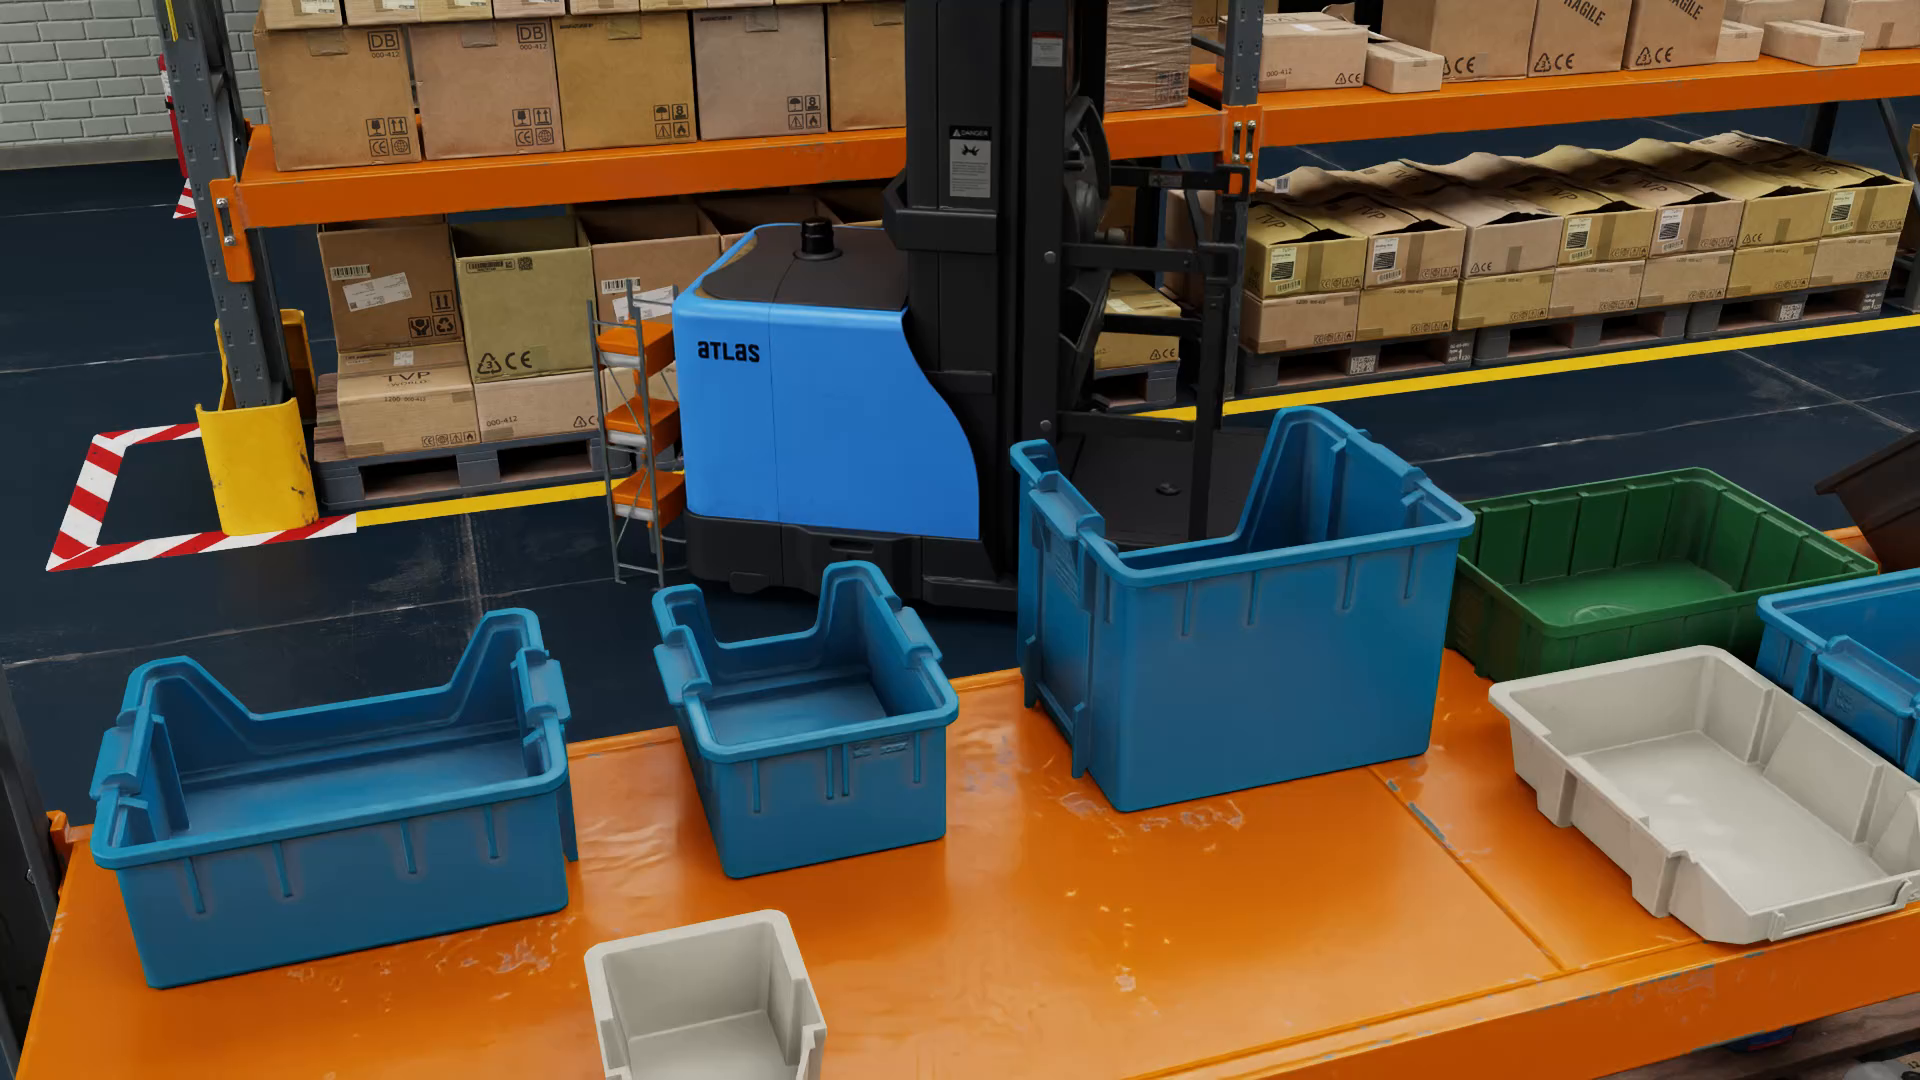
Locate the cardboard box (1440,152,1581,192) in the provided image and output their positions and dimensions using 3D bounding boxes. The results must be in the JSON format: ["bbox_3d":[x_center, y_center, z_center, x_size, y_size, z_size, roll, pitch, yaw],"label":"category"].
[{"bbox_3d":[2.771,-1.769,8.430,0.500,0.311,0.500,-9,28,-17],"label":"cardboard box"}]

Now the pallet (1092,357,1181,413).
[{"bbox_3d":[0.258,-0.834,7.693,1.213,0.211,1.003,-8,28,-16],"label":"pallet"}]

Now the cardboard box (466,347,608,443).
[{"bbox_3d":[-1.723,-0.631,6.767,0.500,0.250,0.500,-8,28,-16],"label":"cardboard box"}]

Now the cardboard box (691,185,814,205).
[{"bbox_3d":[-0.936,-1.328,7.329,0.500,0.500,0.500,-8,28,-16],"label":"cardboard box"}]

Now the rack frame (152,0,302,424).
[{"bbox_3d":[-2.776,-1.624,6.148,0.127,3.000,1.000,-8,28,-16],"label":"rack frame"}]

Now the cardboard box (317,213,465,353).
[{"bbox_3d":[-2.358,-1.116,6.902,0.500,0.500,0.500,-8,28,-16],"label":"cardboard box"}]

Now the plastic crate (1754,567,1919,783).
[{"bbox_3d":[1.590,0.254,2.533,0.616,0.251,0.499,-8,28,-16],"label":"plastic crate"}]

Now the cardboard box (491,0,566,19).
[{"bbox_3d":[-1.608,-2.027,6.119,0.250,0.149,0.380,-9,28,-17],"label":"cardboard box"}]

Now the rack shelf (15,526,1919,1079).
[{"bbox_3d":[0.656,0.518,2.643,4.000,0.370,1.077,-8,28,-16],"label":"rack shelf"}]

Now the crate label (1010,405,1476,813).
[{"bbox_3d":[0.421,0.087,2.661,0.616,0.435,0.502,-8,28,-16],"label":"crate label"}]

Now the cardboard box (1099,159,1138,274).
[{"bbox_3d":[0.489,-1.536,7.747,0.500,0.500,0.500,-8,28,-16],"label":"cardboard box"}]

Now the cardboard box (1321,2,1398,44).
[{"bbox_3d":[1.807,-2.313,7.688,0.258,0.266,0.396,-9,28,-17],"label":"cardboard box"}]

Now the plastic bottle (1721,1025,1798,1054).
[{"bbox_3d":[1.706,0.906,3.536,0.185,0.351,0.144,-8,28,-16],"label":"plastic bottle"}]

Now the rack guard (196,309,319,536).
[{"bbox_3d":[-2.799,-0.501,6.697,0.348,0.500,1.175,-8,28,-16],"label":"rack guard"}]

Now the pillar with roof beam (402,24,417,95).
[{"bbox_3d":[-2.583,-5.047,6.296,0.400,9.000,9.100,-8,28,-16],"label":"pillar with roof beam"}]

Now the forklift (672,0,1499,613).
[{"bbox_3d":[0.605,-1.219,5.409,3.031,2.935,1.130,5,27,10],"label":"forklift"}]

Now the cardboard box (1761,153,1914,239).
[{"bbox_3d":[4.409,-1.757,8.405,0.500,0.311,0.500,-8,27,-15],"label":"cardboard box"}]

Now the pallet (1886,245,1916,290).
[{"bbox_3d":[5.552,-1.564,9.162,1.213,0.211,1.003,-8,28,-16],"label":"pallet"}]

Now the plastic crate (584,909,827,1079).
[{"bbox_3d":[-0.295,0.602,1.961,0.250,0.136,0.298,-8,28,-16],"label":"plastic crate"}]

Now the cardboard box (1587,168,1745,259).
[{"bbox_3d":[3.436,-1.615,8.118,0.500,0.311,0.500,-8,28,-16],"label":"cardboard box"}]

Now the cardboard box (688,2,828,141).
[{"bbox_3d":[-0.857,-1.942,6.676,0.500,0.500,0.700,-7,27,-15],"label":"cardboard box"}]

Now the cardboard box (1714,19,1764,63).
[{"bbox_3d":[3.636,-2.414,8.021,0.250,0.149,0.380,-6,27,-12],"label":"cardboard box"}]

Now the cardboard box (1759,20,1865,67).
[{"bbox_3d":[4.061,-2.373,7.938,0.250,0.149,0.380,-8,28,-16],"label":"cardboard box"}]

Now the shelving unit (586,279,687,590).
[{"bbox_3d":[-1.093,-0.356,5.786,0.215,1.050,0.252,10,28,19],"label":"shelving unit"}]

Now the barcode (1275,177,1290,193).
[{"bbox_3d":[1.399,-1.541,7.218,0.075,0.075,0.001,-8,28,-16],"label":"barcode"}]

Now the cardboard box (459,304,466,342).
[{"bbox_3d":[-1.886,-0.853,7.215,0.500,0.250,0.500,-8,28,-16],"label":"cardboard box"}]

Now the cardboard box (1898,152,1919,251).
[{"bbox_3d":[5.352,-1.745,8.708,0.500,0.500,0.500,-7,27,-14],"label":"cardboard box"}]

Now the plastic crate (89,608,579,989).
[{"bbox_3d":[-0.862,0.342,2.355,0.616,0.251,0.499,-8,28,-16],"label":"plastic crate"}]

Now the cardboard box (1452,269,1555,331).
[{"bbox_3d":[2.466,-1.225,7.963,0.500,0.250,0.500,-9,28,-18],"label":"cardboard box"}]

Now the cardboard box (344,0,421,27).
[{"bbox_3d":[-2.086,-1.960,5.983,0.250,0.149,0.380,-9,28,-17],"label":"cardboard box"}]

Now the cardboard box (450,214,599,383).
[{"bbox_3d":[-1.722,-0.966,6.599,0.500,0.500,0.500,-8,28,-16],"label":"cardboard box"}]

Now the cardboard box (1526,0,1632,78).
[{"bbox_3d":[2.740,-2.460,7.720,0.500,0.500,0.500,-8,28,-16],"label":"cardboard box"}]

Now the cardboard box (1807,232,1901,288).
[{"bbox_3d":[4.406,-1.507,8.531,0.500,0.250,0.500,-8,27,-15],"label":"cardboard box"}]

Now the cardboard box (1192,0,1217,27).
[{"bbox_3d":[1.576,-3.987,12.380,0.500,0.250,0.500,-8,28,-16],"label":"cardboard box"}]

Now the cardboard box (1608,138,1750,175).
[{"bbox_3d":[3.745,-1.910,8.712,0.500,0.311,0.500,-9,28,-17],"label":"cardboard box"}]

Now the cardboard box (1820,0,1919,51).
[{"bbox_3d":[4.471,-2.654,8.323,0.500,0.311,0.500,-7,27,-13],"label":"cardboard box"}]

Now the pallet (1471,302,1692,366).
[{"bbox_3d":[2.878,-1.214,8.457,1.213,0.211,1.003,-8,28,-16],"label":"pallet"}]

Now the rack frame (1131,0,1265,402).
[{"bbox_3d":[1.027,-2.175,7.258,0.127,3.000,1.000,-8,28,-16],"label":"rack frame"}]

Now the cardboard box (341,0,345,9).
[{"bbox_3d":[-2.223,-2.129,6.324,0.250,0.149,0.380,-8,27,-15],"label":"cardboard box"}]

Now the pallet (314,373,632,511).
[{"bbox_3d":[-2.062,-0.498,7.016,1.213,0.211,1.003,-8,28,-16],"label":"pallet"}]

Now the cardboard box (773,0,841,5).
[{"bbox_3d":[-0.624,-2.170,6.406,0.250,0.149,0.380,-7,27,-14],"label":"cardboard box"}]

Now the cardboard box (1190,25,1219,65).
[{"bbox_3d":[1.635,-3.674,12.593,0.500,0.500,0.700,-8,28,-16],"label":"cardboard box"}]

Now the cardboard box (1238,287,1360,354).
[{"bbox_3d":[1.488,-1.082,7.677,0.500,0.250,0.500,-9,28,-17],"label":"cardboard box"}]

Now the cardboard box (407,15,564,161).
[{"bbox_3d":[-1.830,-1.802,6.394,0.500,0.500,0.700,-8,27,-15],"label":"cardboard box"}]

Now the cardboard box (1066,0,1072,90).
[{"bbox_3d":[0.108,-2.081,6.955,0.500,0.500,0.700,-9,28,-17],"label":"cardboard box"}]

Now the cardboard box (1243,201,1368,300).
[{"bbox_3d":[1.497,-1.334,7.553,0.500,0.311,0.500,-8,28,-16],"label":"cardboard box"}]

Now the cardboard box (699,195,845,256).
[{"bbox_3d":[-0.770,-1.102,6.872,0.500,0.500,0.500,-8,28,-16],"label":"cardboard box"}]

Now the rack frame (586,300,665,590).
[{"bbox_3d":[-1.137,-0.305,5.684,0.200,1.050,0.008,10,28,19],"label":"rack frame"}]

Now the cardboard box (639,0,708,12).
[{"bbox_3d":[-1.112,-2.101,6.266,0.250,0.149,0.380,-9,28,-17],"label":"cardboard box"}]

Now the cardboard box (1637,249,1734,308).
[{"bbox_3d":[3.438,-1.366,8.249,0.500,0.250,0.500,-8,27,-15],"label":"cardboard box"}]

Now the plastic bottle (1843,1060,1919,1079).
[{"bbox_3d":[1.782,1.121,3.188,0.135,0.276,0.152,-8,28,-16],"label":"plastic bottle"}]

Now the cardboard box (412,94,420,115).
[{"bbox_3d":[-3.628,-2.768,10.981,0.500,0.311,0.500,-12,29,-22],"label":"cardboard box"}]

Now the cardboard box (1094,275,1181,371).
[{"bbox_3d":[0.654,-0.975,7.461,0.500,0.250,0.500,-8,28,-16],"label":"cardboard box"}]

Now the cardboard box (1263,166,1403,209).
[{"bbox_3d":[1.816,-1.634,8.157,0.500,0.311,0.500,-7,27,-15],"label":"cardboard box"}]

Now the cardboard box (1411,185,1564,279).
[{"bbox_3d":[2.467,-1.473,7.832,0.500,0.311,0.500,-9,28,-18],"label":"cardboard box"}]

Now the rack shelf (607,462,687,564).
[{"bbox_3d":[-1.093,-0.097,5.914,0.215,0.259,0.240,10,28,19],"label":"rack shelf"}]
